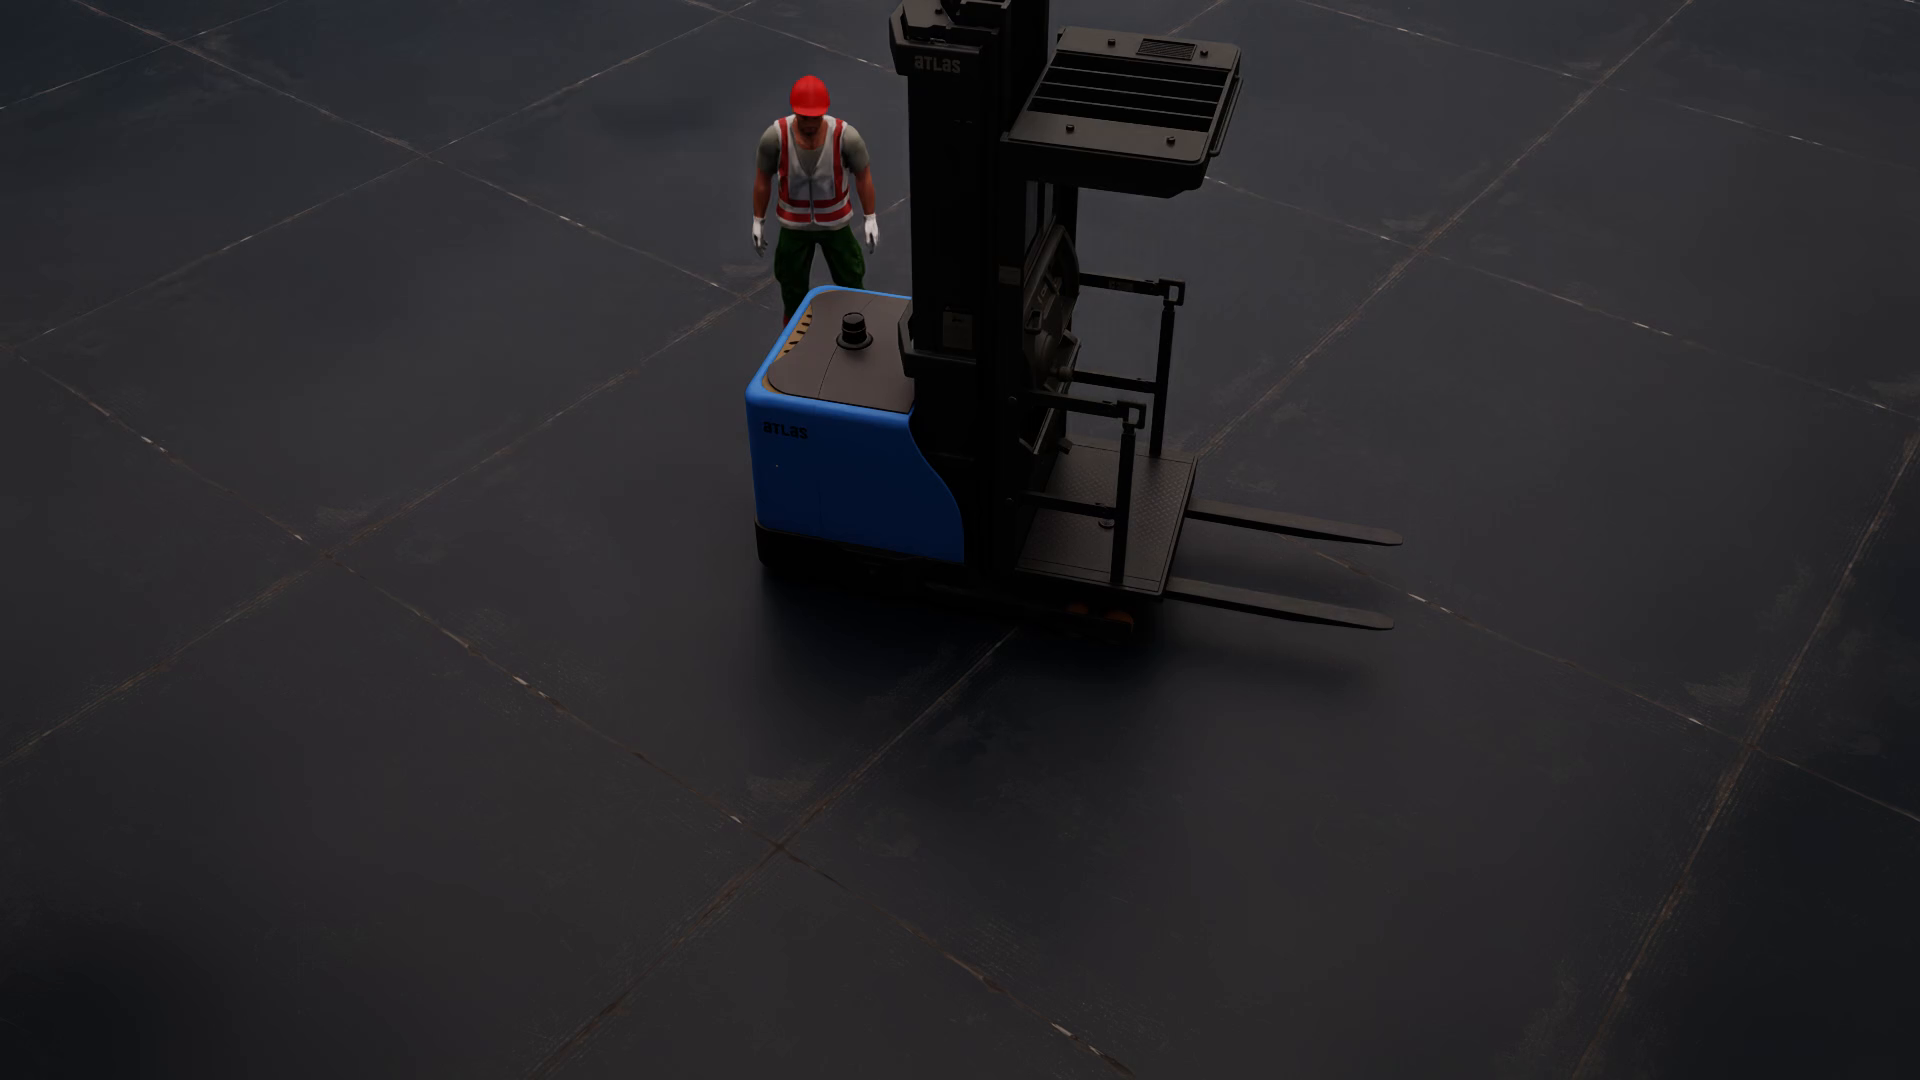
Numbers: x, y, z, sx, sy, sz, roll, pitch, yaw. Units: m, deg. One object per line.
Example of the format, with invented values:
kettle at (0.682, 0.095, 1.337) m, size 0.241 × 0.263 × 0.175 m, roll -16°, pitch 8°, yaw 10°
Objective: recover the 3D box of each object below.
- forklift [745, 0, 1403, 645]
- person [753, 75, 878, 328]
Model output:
forklift at (0.587, -1.011, 7.260) m, size 3.031 × 2.935 × 1.130 m, roll 10°, pitch 41°, yaw 12°
person at (-0.777, -1.670, 8.924) m, size 0.678 × 1.778 × 0.449 m, roll -2°, pitch 40°, yaw -2°
